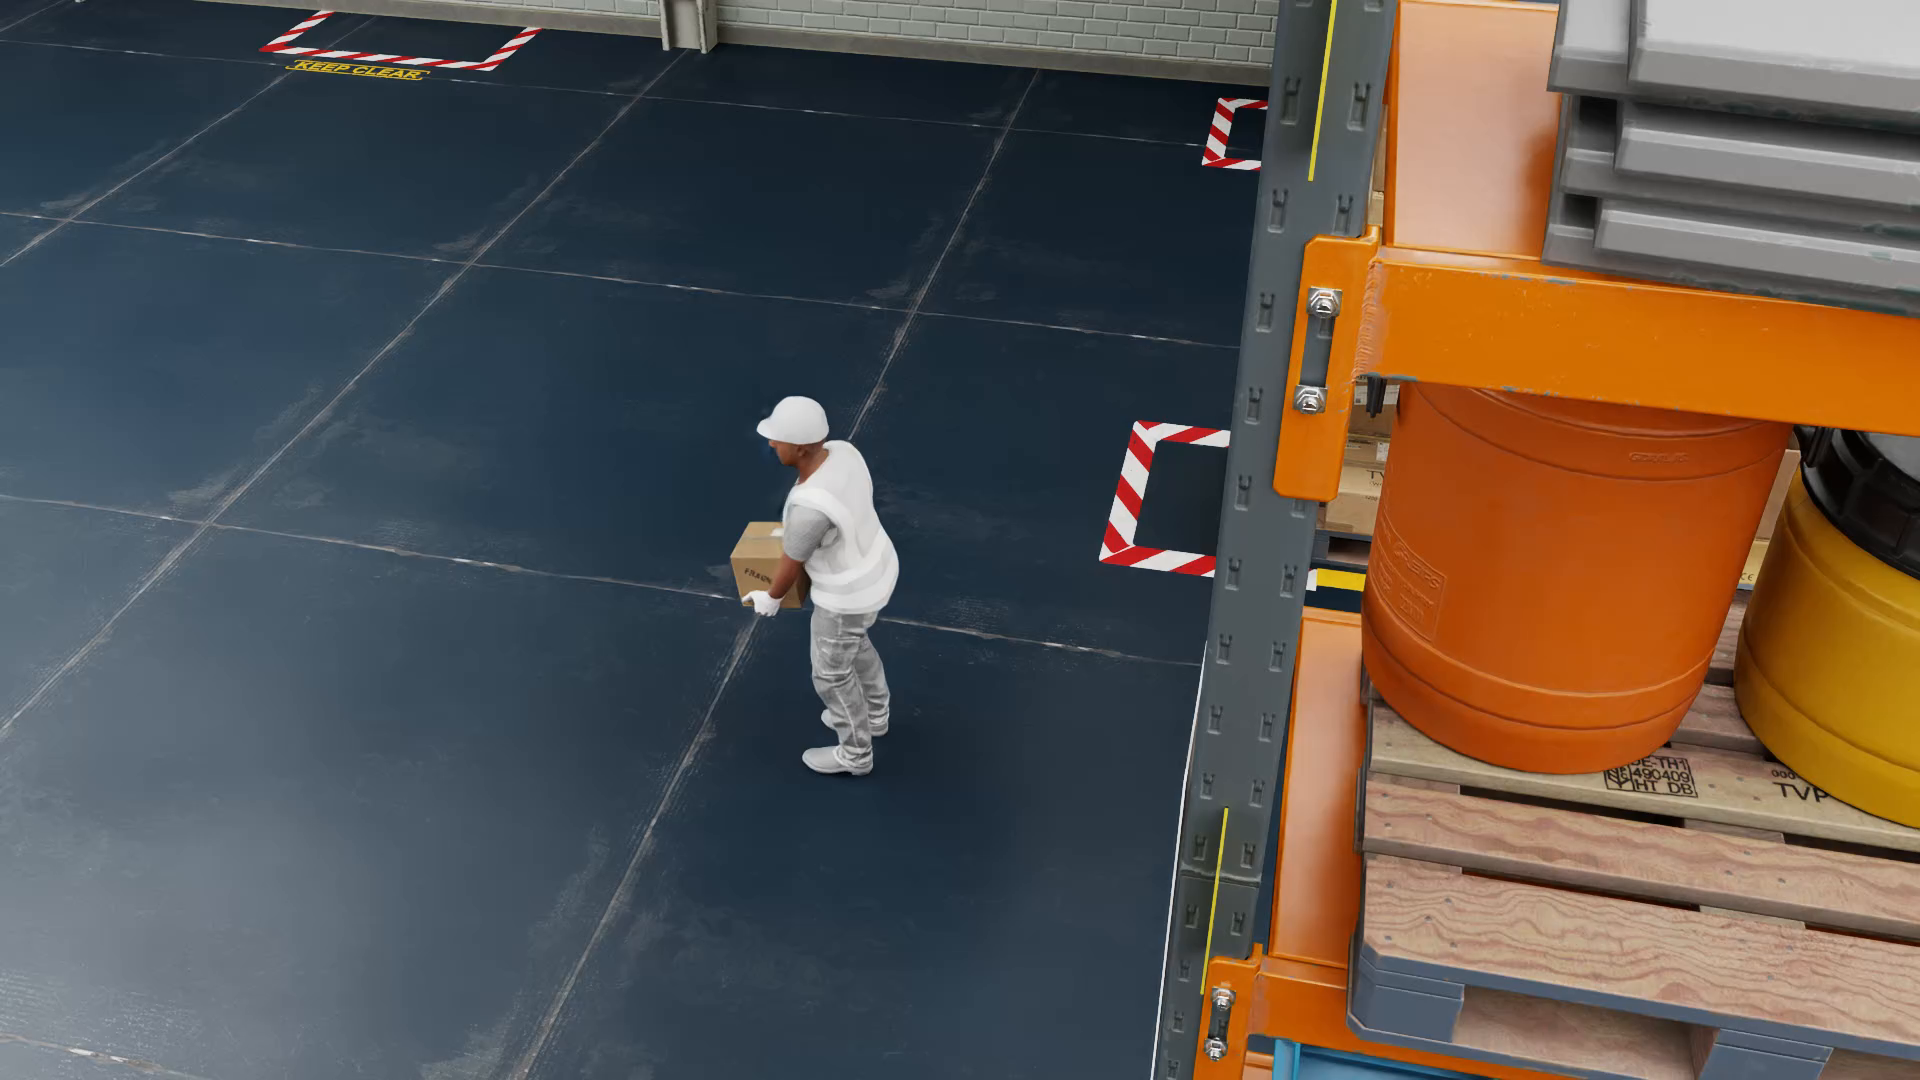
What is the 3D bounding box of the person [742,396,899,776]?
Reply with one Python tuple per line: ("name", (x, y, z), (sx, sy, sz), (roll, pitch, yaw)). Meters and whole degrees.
("person", (-0.559, 0.186, 6.715), (0.603, 1.758, 0.490), (7, 37, 10))
